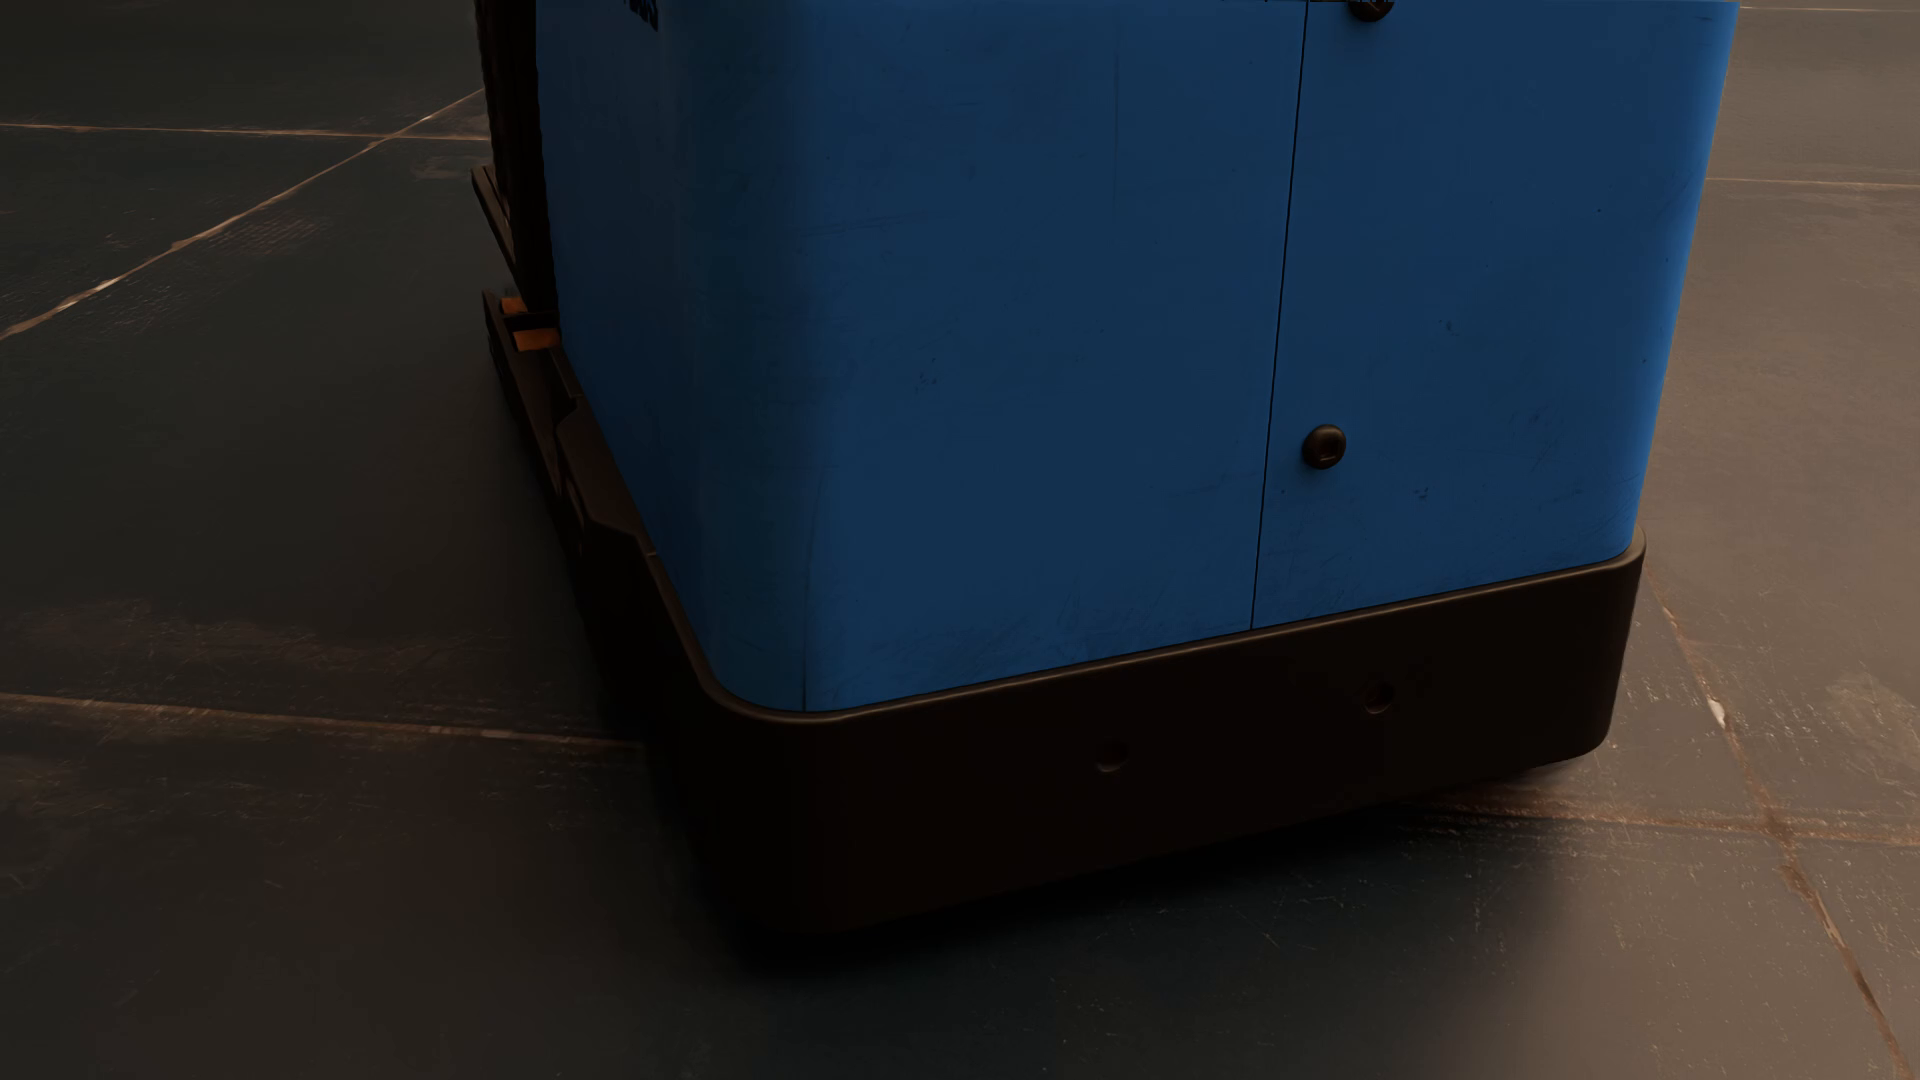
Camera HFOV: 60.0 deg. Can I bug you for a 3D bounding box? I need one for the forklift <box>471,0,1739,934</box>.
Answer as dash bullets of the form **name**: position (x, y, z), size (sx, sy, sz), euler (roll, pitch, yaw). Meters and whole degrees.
- **forklift**: position (-0.238, -1.572, 2.369), size (1.130, 2.935, 3.031), euler (-9, 28, -18)
